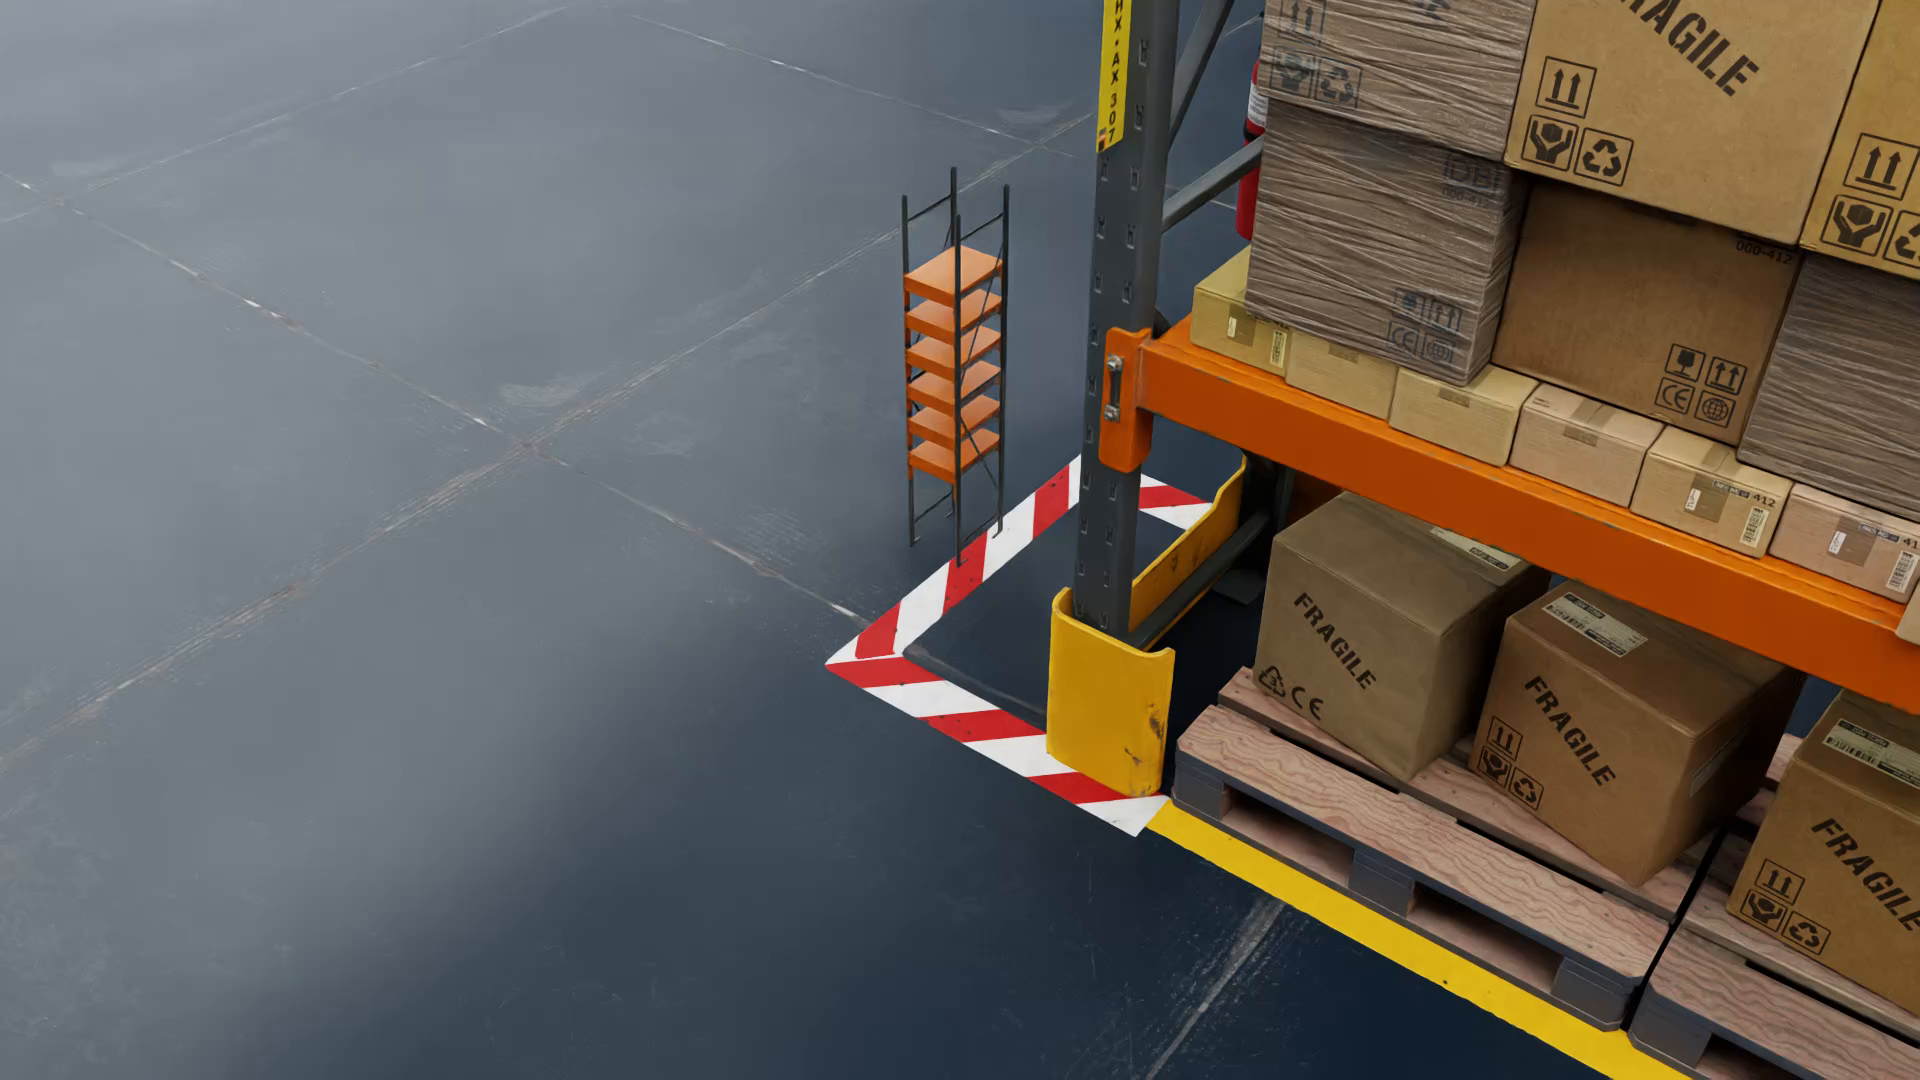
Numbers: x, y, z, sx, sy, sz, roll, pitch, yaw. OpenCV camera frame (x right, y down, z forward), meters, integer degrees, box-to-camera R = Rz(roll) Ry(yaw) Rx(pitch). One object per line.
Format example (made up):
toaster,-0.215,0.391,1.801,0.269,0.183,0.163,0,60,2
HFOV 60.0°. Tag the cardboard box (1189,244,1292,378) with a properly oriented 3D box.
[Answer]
cardboard box,0.720,-0.541,3.712,0.250,0.149,0.380,25,45,29

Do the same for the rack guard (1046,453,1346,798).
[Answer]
rack guard,0.699,0.149,4.654,0.348,0.500,1.175,25,45,29

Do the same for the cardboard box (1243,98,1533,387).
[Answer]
cardboard box,1.059,-0.801,3.517,0.500,0.500,0.875,25,45,29

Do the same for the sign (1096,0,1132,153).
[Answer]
sign,0.309,-0.939,3.314,0.005,0.325,0.100,25,45,29

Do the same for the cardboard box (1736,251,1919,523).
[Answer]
cardboard box,1.900,-0.464,3.087,0.500,0.500,0.875,25,45,29

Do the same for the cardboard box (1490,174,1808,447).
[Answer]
cardboard box,1.529,-0.672,3.353,0.500,0.500,0.875,25,45,29

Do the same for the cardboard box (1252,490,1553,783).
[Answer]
cardboard box,1.124,0.197,4.252,0.500,0.500,0.500,-29,46,-32

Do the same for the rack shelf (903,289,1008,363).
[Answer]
rack shelf,-0.012,-0.632,4.767,0.180,0.103,0.258,25,45,29

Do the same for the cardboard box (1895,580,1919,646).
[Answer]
cardboard box,1.853,0.068,2.934,0.250,0.149,0.380,25,45,29

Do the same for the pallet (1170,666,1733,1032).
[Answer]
pallet,1.323,0.584,4.332,1.213,0.211,1.003,25,45,29

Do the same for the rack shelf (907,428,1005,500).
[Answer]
rack shelf,-0.012,-0.254,5.062,0.180,0.103,0.258,25,45,29

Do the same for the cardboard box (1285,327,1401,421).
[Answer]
cardboard box,0.907,-0.438,3.580,0.250,0.149,0.380,25,45,29

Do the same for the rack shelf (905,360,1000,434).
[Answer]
rack shelf,-0.012,-0.443,4.915,0.180,0.103,0.258,25,45,29

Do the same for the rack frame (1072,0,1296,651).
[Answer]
rack frame,0.639,-0.864,3.920,0.127,3.000,1.000,25,45,29

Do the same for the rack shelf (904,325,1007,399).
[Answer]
rack shelf,-0.012,-0.538,4.841,0.180,0.103,0.258,25,45,29

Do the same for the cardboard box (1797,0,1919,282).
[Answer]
cardboard box,1.701,-0.697,2.574,0.500,0.500,0.500,25,45,29

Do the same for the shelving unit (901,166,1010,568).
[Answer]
shelving unit,-0.012,-0.478,4.887,0.189,1.200,0.258,25,45,29

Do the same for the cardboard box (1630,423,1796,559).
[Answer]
cardboard box,1.502,-0.157,3.221,0.250,0.149,0.380,25,45,29

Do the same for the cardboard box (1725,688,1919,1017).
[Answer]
cardboard box,2.106,0.648,3.676,0.500,0.500,0.500,30,47,32

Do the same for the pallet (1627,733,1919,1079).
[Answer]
pallet,2.288,1.041,3.749,1.213,0.211,1.003,25,45,29

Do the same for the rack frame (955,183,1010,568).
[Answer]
rack frame,0.061,-0.444,4.843,0.006,1.200,0.240,25,45,29

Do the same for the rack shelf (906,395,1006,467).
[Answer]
rack shelf,-0.012,-0.349,4.988,0.180,0.103,0.258,25,45,29

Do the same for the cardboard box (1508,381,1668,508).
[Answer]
cardboard box,1.308,-0.254,3.345,0.250,0.149,0.380,25,45,29

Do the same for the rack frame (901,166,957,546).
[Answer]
rack frame,-0.084,-0.512,4.931,0.006,1.200,0.240,25,45,29

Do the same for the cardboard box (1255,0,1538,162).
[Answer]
cardboard box,0.910,-1.074,3.056,0.500,0.500,0.500,25,45,29

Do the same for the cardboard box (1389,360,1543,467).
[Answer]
cardboard box,1.097,-0.337,3.451,0.250,0.149,0.380,25,45,29

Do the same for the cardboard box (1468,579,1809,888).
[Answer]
cardboard box,1.620,0.404,3.987,0.500,0.500,0.500,-25,45,-29

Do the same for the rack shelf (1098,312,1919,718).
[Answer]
rack shelf,2.227,0.169,3.185,4.000,0.370,1.077,25,45,29

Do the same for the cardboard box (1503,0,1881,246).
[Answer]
cardboard box,1.303,-0.884,2.812,0.500,0.500,0.500,25,45,29

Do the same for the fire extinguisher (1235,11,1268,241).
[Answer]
fire extinguisher,0.828,-1.102,4.287,0.183,0.674,0.296,25,45,29

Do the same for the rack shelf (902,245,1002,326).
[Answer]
rack shelf,-0.012,-0.727,4.693,0.180,0.103,0.258,25,45,29

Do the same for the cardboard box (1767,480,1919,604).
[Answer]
cardboard box,1.717,-0.076,3.118,0.250,0.149,0.380,25,45,29
